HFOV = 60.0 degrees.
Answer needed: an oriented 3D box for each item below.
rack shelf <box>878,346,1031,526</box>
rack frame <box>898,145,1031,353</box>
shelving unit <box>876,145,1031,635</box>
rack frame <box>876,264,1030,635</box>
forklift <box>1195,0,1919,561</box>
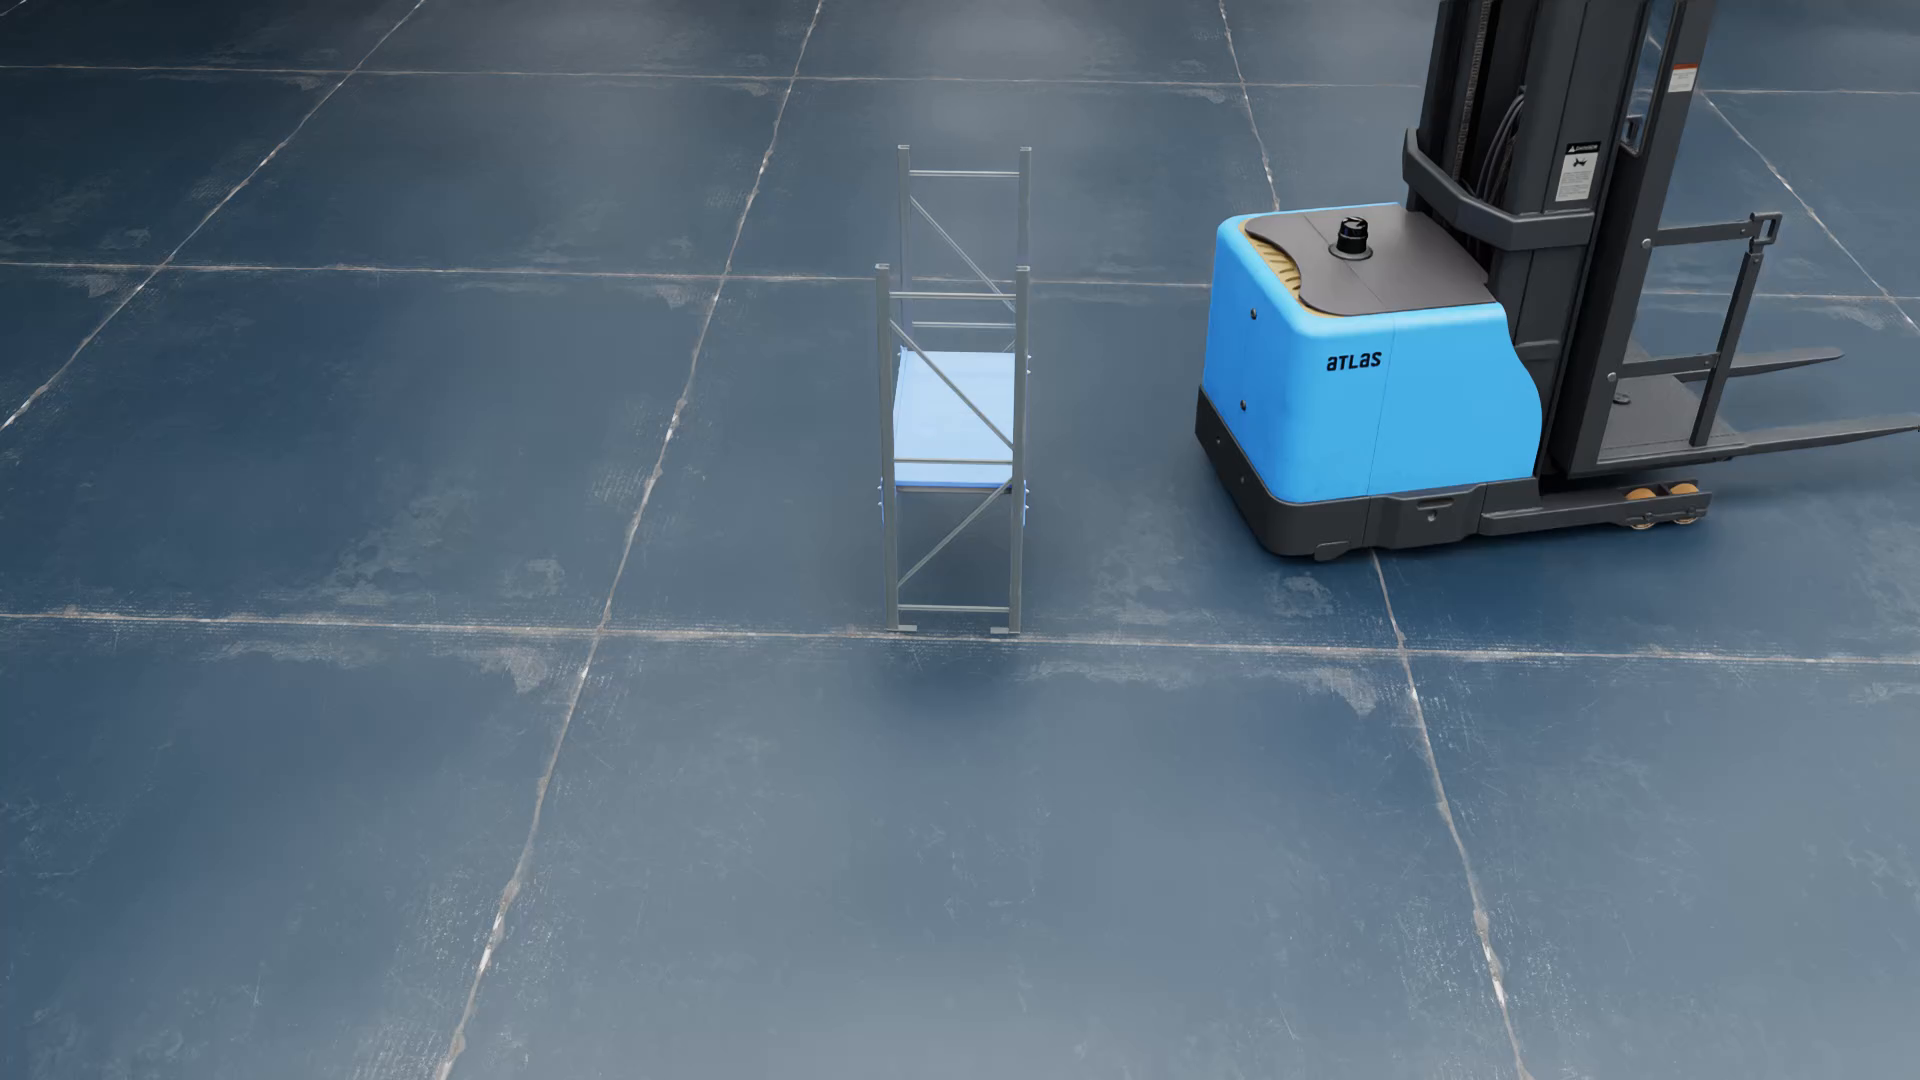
[{"bbox_3d":[-0.003,-0.417,6.352,0.538,0.185,1.000,1,35,2],"label":"rack shelf"},{"bbox_3d":[0.017,-0.857,6.665,0.500,1.500,0.032,1,35,2],"label":"rack frame"},{"bbox_3d":[-0.003,-0.565,6.249,0.538,1.500,1.048,1,35,2],"label":"shelving unit"},{"bbox_3d":[-0.024,-0.273,5.833,0.500,1.500,0.032,1,35,2],"label":"rack frame"},{"bbox_3d":[2.600,-1.534,6.383,3.031,2.935,1.130,-7,36,-9],"label":"forklift"}]
